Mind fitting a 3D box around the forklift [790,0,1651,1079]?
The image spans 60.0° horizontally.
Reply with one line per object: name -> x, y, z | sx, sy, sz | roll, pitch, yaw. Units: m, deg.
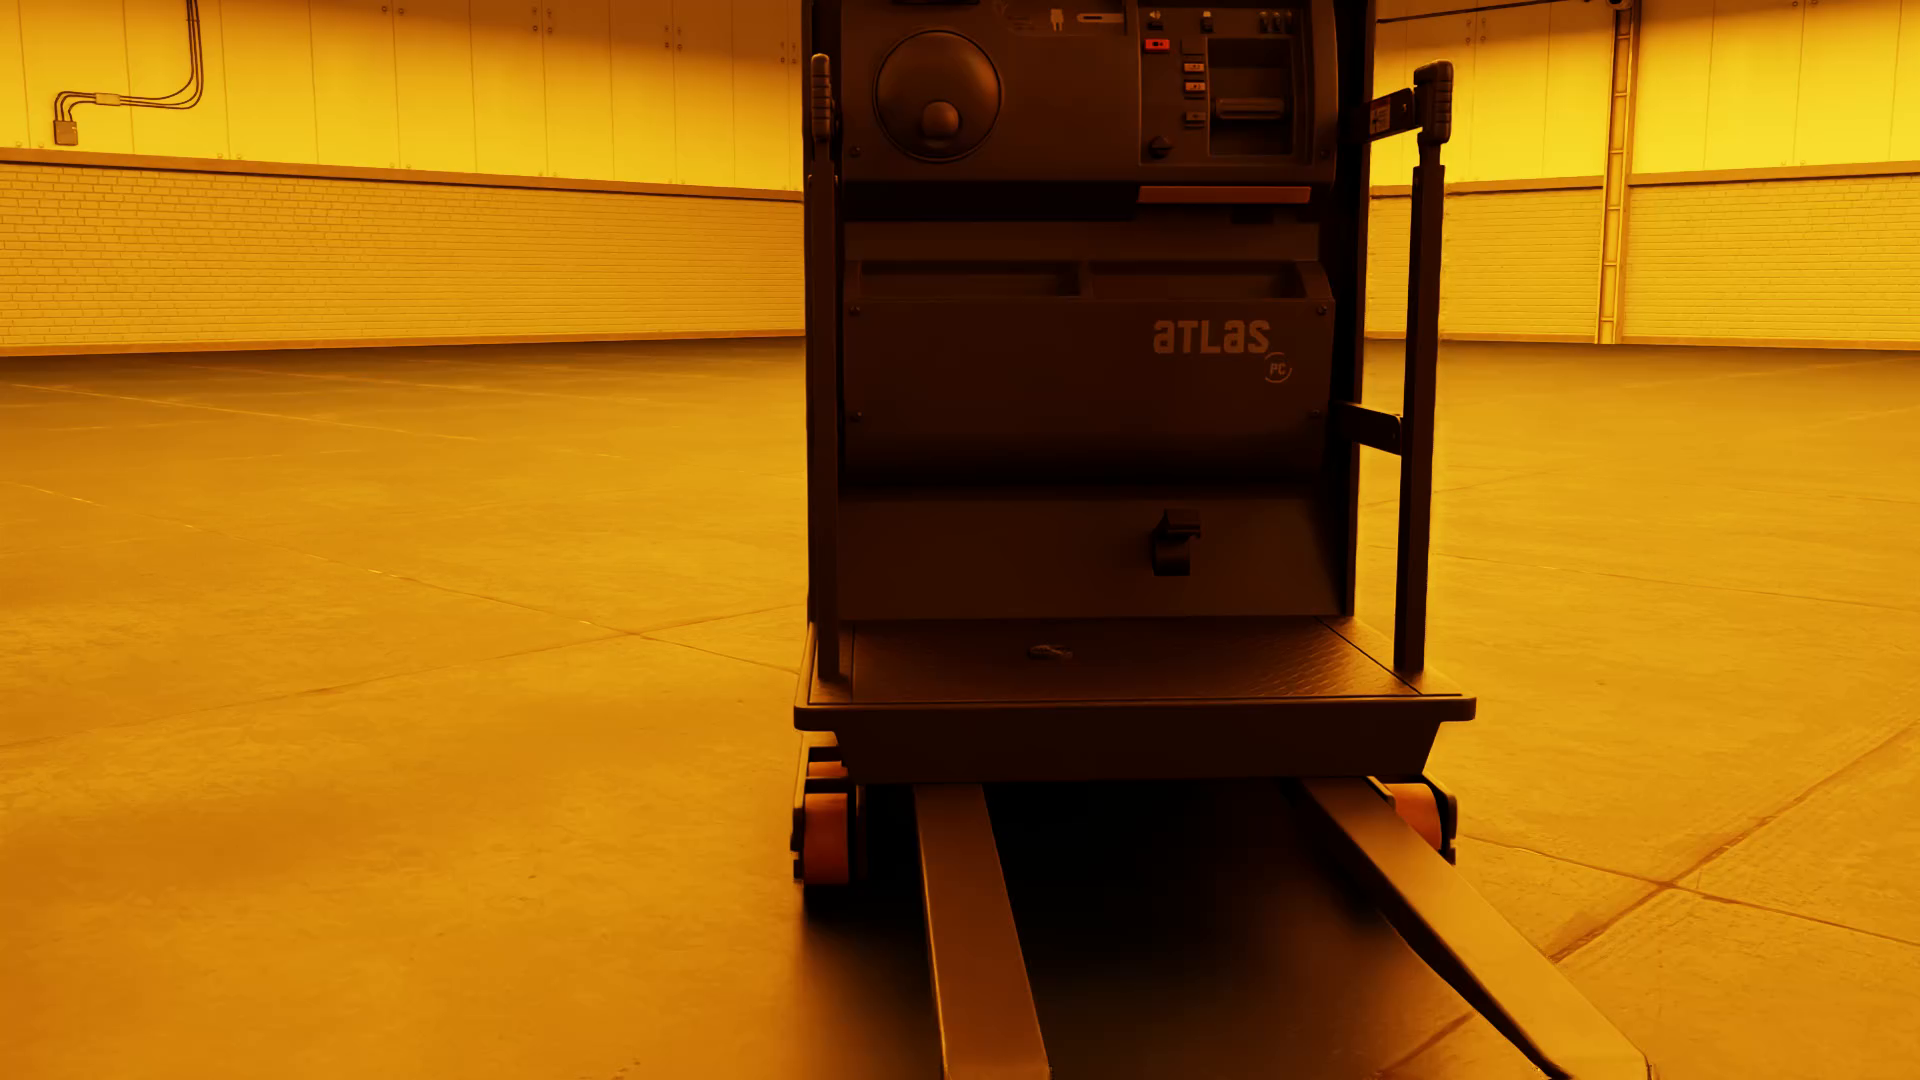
forklift -> 0.257, -0.910, 2.913 | 1.130, 2.935, 3.031 | 0, 9, -3
